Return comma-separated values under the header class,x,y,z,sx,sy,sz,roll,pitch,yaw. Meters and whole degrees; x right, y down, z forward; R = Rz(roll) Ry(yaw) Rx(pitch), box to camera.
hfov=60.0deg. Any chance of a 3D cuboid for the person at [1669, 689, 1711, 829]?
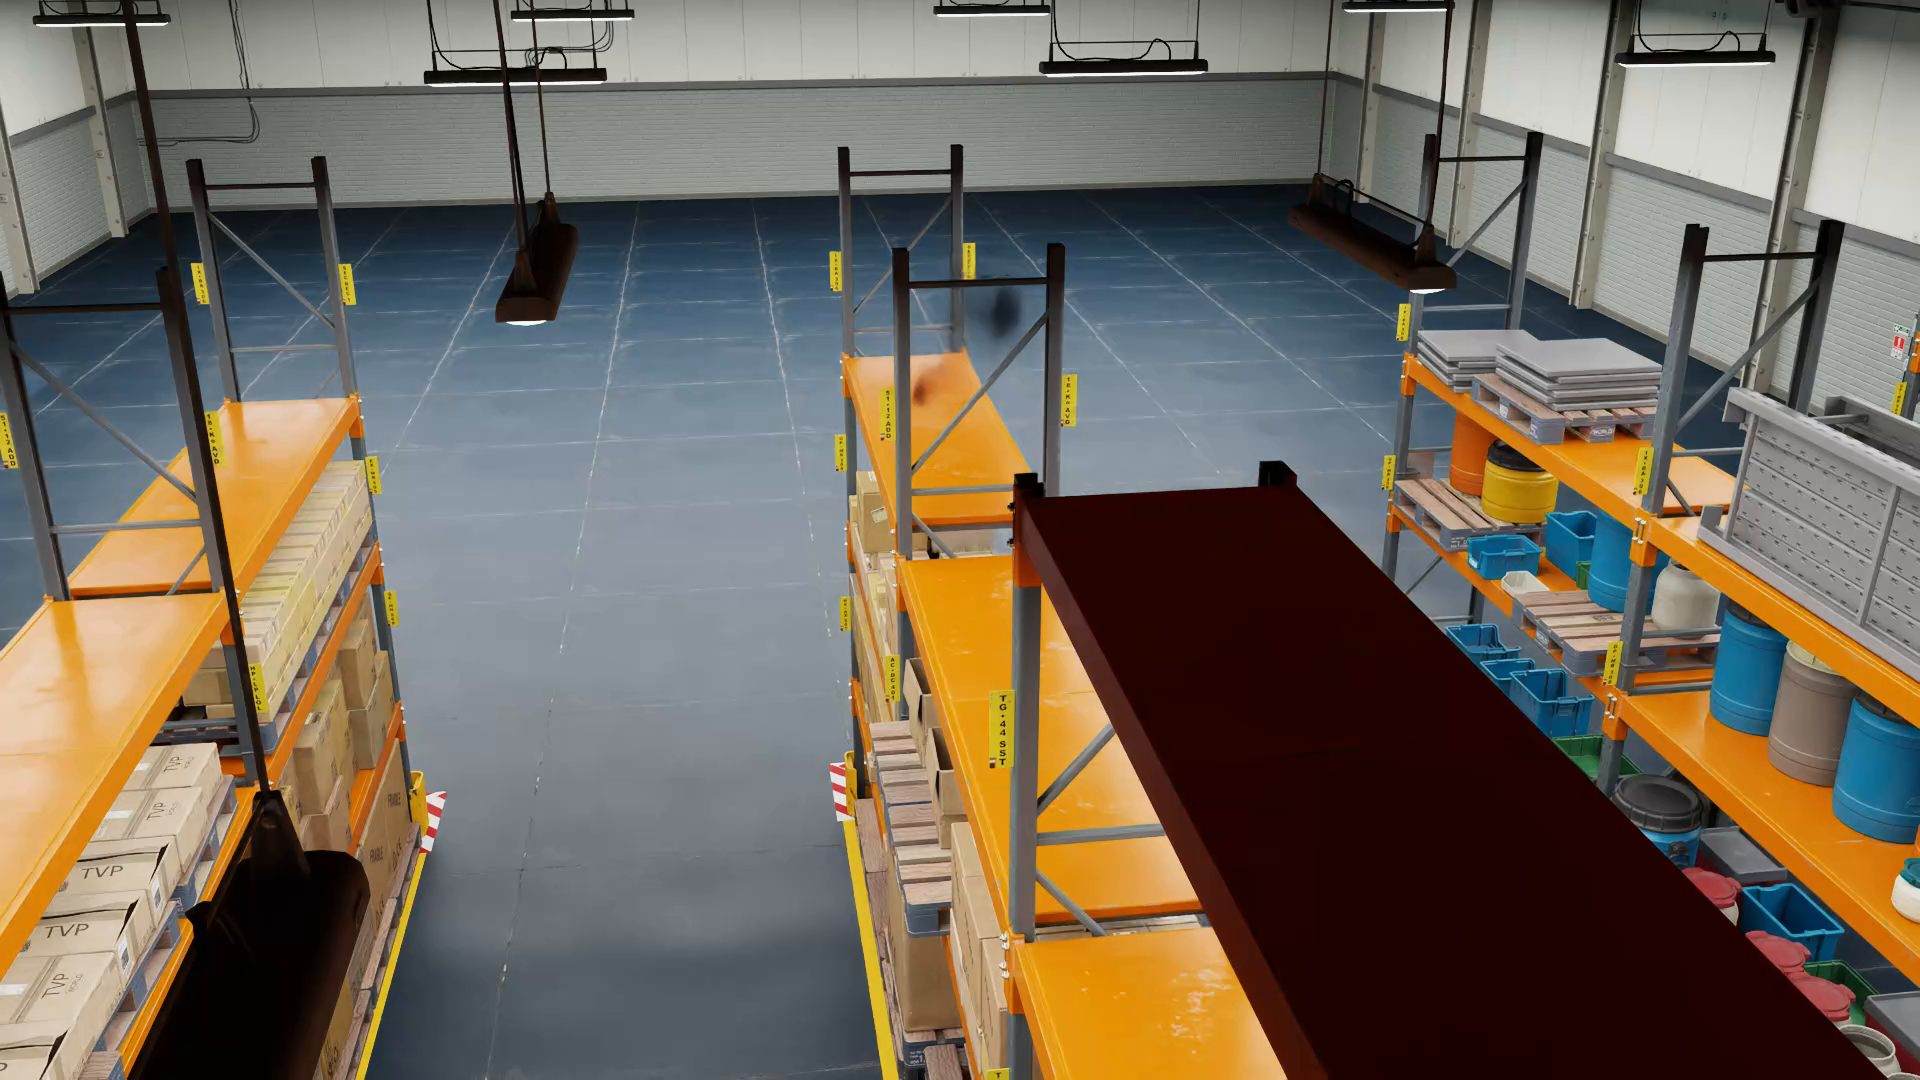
class,x,y,z,sx,sy,sz,roll,pitch,yaw
person,6.433,1.857,14.677,0.652,1.688,0.563,-6,22,-14
